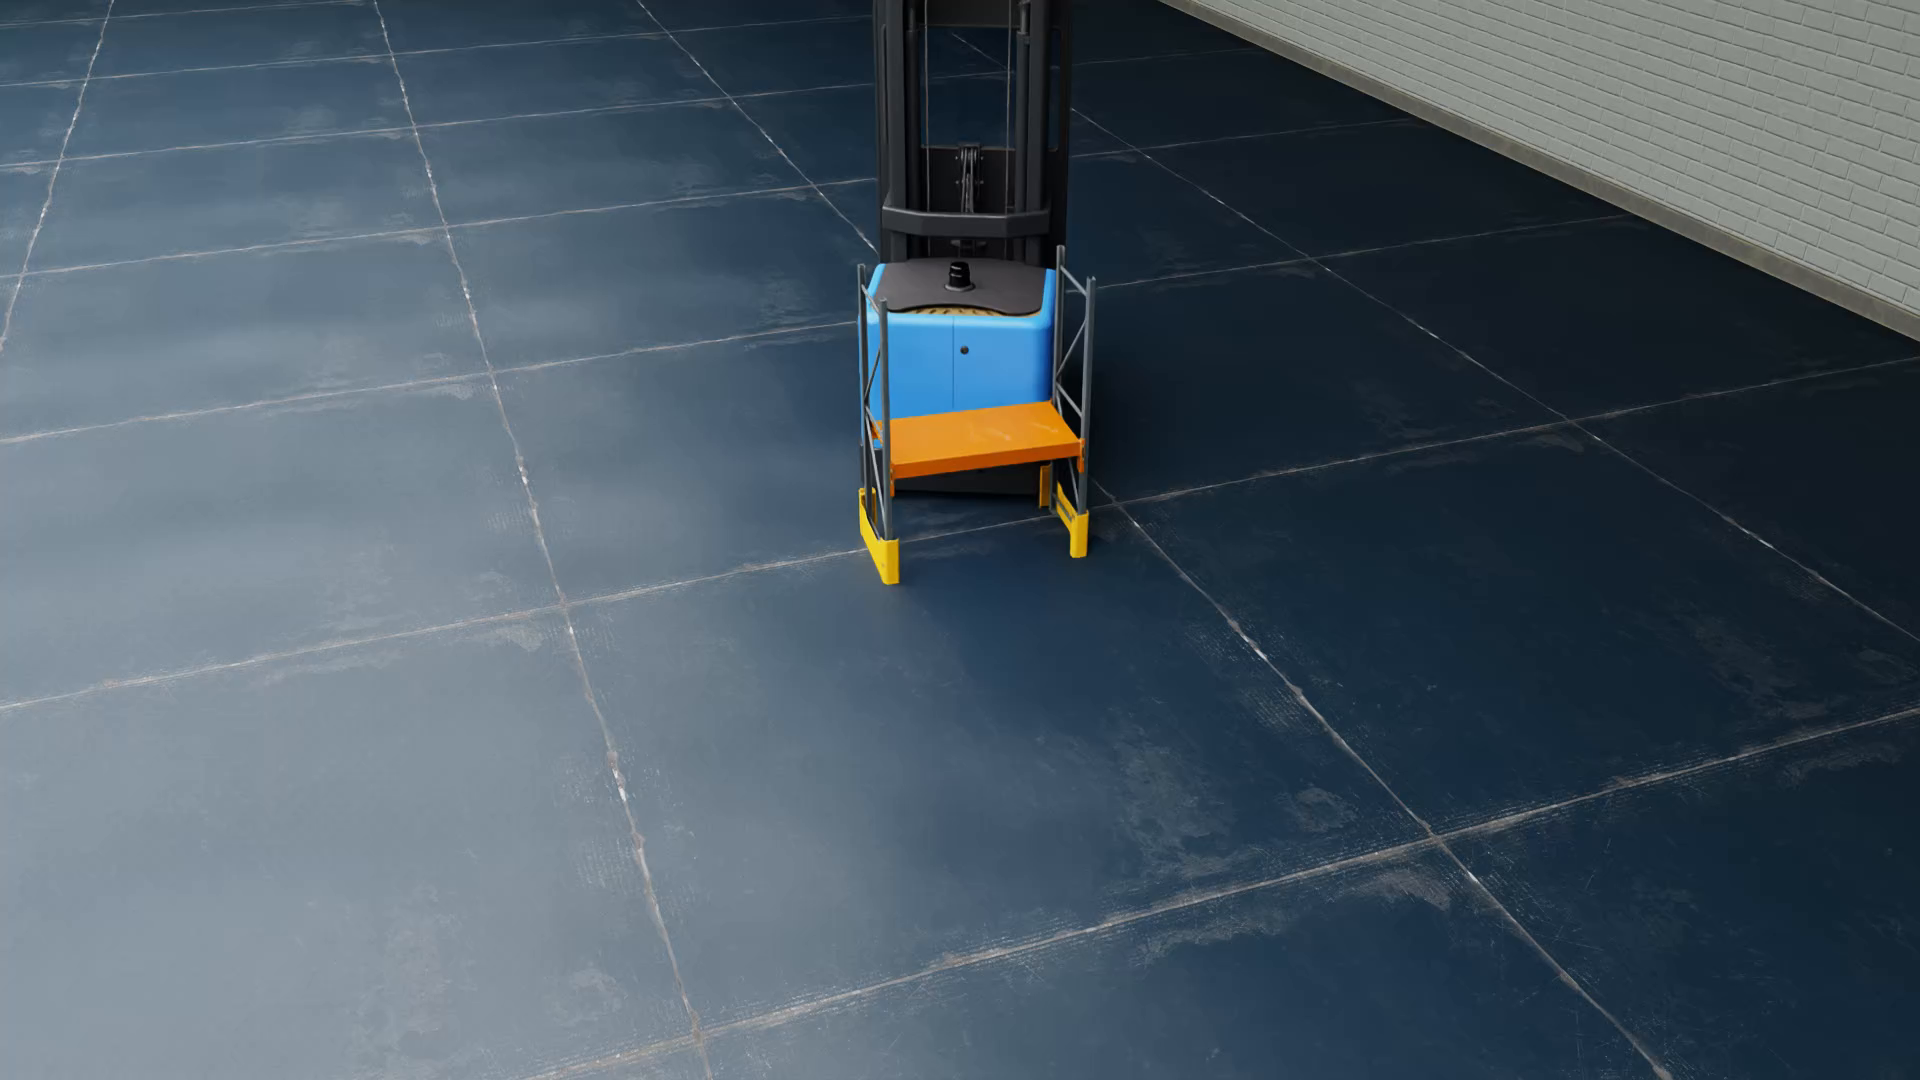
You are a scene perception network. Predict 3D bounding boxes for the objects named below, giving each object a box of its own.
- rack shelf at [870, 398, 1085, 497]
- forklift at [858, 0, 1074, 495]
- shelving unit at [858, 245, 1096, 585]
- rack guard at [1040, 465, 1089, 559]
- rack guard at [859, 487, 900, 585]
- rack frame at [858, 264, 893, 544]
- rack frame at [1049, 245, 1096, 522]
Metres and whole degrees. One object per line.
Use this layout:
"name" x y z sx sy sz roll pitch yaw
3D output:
"rack shelf" 0.074 -0.479 8.438 1.000 0.185 0.538 -8 31 -13
"forklift" 0.093 -2.220 9.686 1.130 2.935 3.031 2 30 4
"shelving unit" 0.066 -0.634 8.347 1.083 1.500 0.587 -8 31 -13
"rack guard" 0.546 -0.156 8.771 0.087 0.250 0.587 -8 31 -13
"rack guard" -0.414 -0.025 8.541 0.087 0.250 0.587 -8 31 -13
"rack frame" -0.416 -0.568 8.232 0.032 1.500 0.500 -8 31 -13
"rack frame" 0.565 -0.702 8.466 0.032 1.500 0.500 -8 31 -13
